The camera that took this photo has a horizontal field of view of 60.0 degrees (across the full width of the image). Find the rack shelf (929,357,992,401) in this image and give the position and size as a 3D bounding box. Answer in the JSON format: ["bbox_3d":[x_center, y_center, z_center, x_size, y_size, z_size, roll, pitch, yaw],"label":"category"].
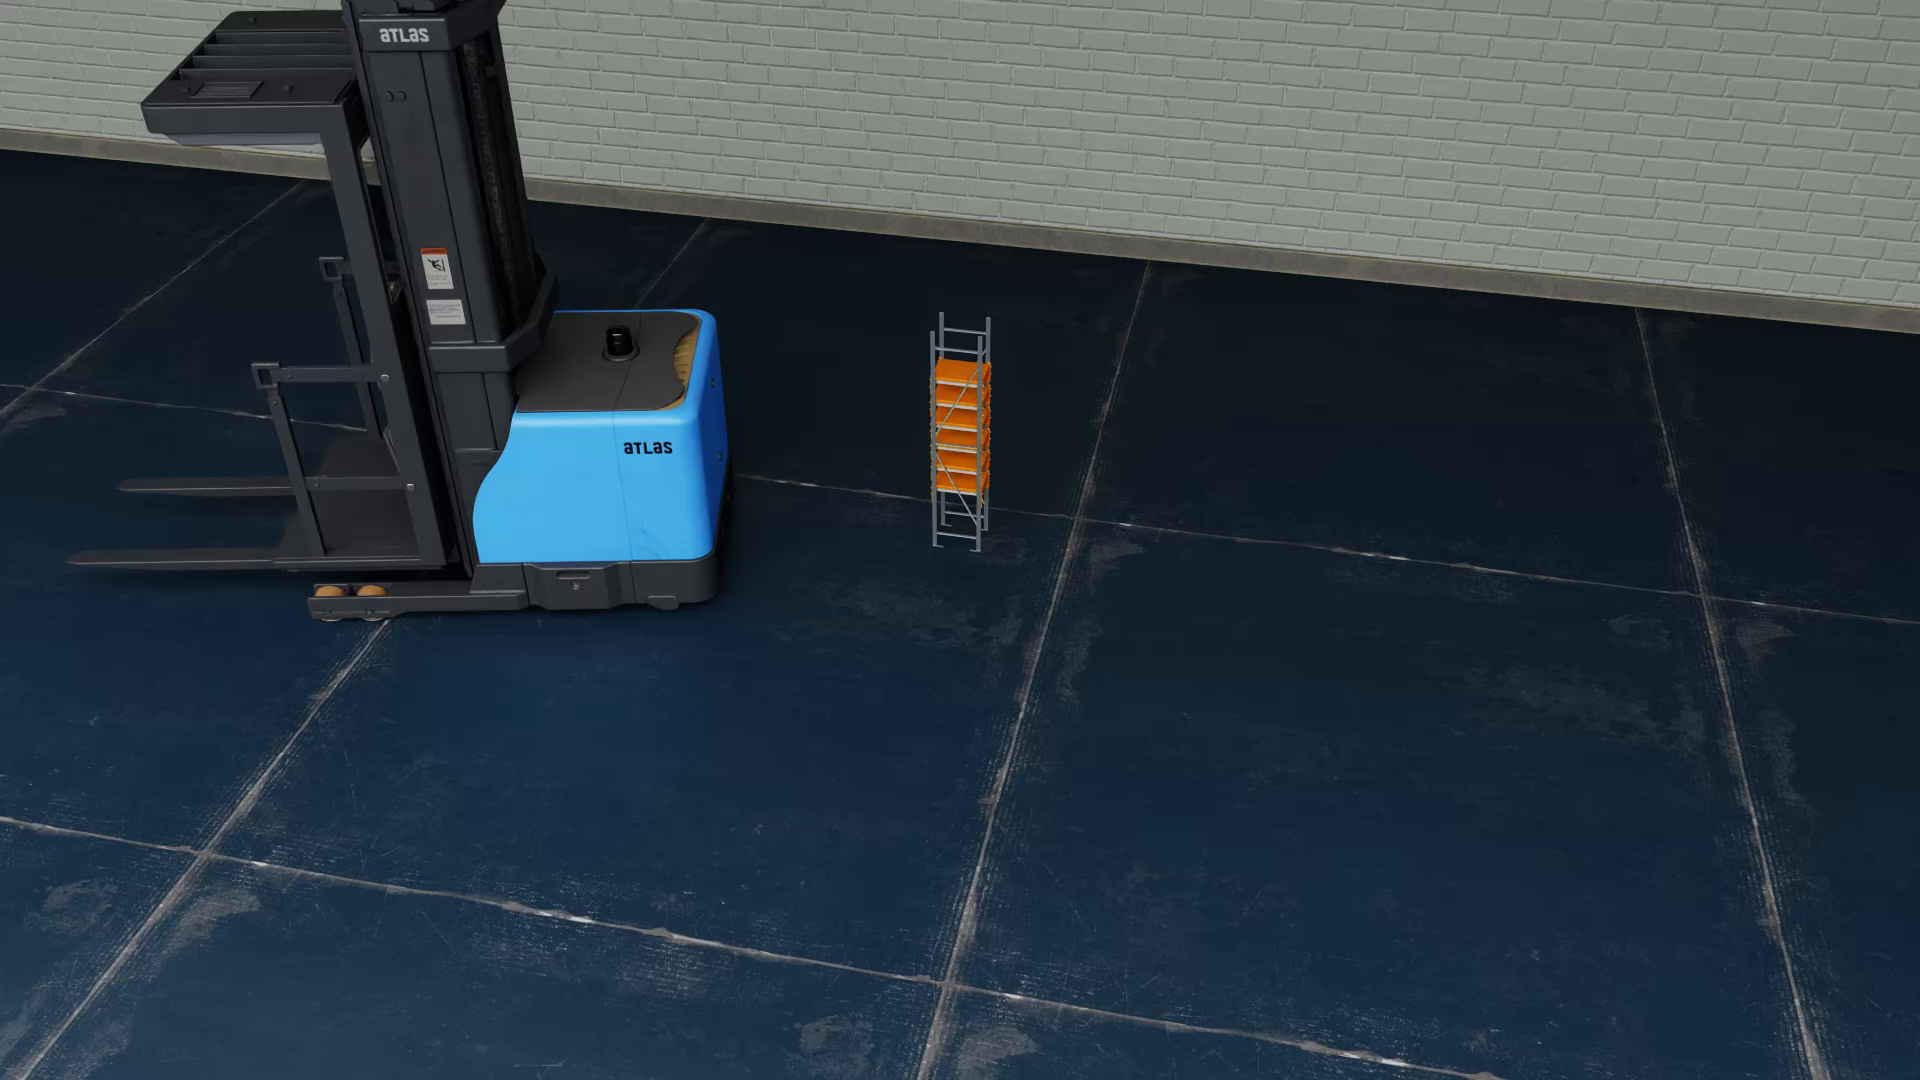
[{"bbox_3d":[0.003,-0.750,7.724,0.258,0.103,0.180,7,37,10],"label":"rack shelf"}]

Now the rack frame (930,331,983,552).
[{"bbox_3d":[-0.016,-0.442,7.837,0.240,1.200,0.006,7,37,10],"label":"rack frame"}]

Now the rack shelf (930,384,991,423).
[{"bbox_3d":[0.003,-0.652,7.795,0.258,0.103,0.180,7,37,10],"label":"rack shelf"}]

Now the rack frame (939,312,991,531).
[{"bbox_3d":[0.023,-0.547,7.982,0.240,1.200,0.006,7,37,10],"label":"rack frame"}]

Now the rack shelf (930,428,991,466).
[{"bbox_3d":[0.003,-0.458,7.935,0.258,0.103,0.180,7,37,10],"label":"rack shelf"}]

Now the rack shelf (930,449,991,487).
[{"bbox_3d":[0.003,-0.361,8.006,0.258,0.103,0.180,7,37,10],"label":"rack shelf"}]

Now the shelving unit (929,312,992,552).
[{"bbox_3d":[0.003,-0.494,7.909,0.258,1.200,0.189,7,37,10],"label":"shelving unit"}]

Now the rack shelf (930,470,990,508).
[{"bbox_3d":[0.003,-0.264,8.076,0.258,0.103,0.180,7,37,10],"label":"rack shelf"}]

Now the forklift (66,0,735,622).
[{"bbox_3d":[-2.653,-1.123,7.302,3.031,2.935,1.130,-1,36,-1],"label":"forklift"}]

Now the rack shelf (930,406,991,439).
[{"bbox_3d":[0.003,-0.555,7.865,0.258,0.103,0.180,7,37,10],"label":"rack shelf"}]
